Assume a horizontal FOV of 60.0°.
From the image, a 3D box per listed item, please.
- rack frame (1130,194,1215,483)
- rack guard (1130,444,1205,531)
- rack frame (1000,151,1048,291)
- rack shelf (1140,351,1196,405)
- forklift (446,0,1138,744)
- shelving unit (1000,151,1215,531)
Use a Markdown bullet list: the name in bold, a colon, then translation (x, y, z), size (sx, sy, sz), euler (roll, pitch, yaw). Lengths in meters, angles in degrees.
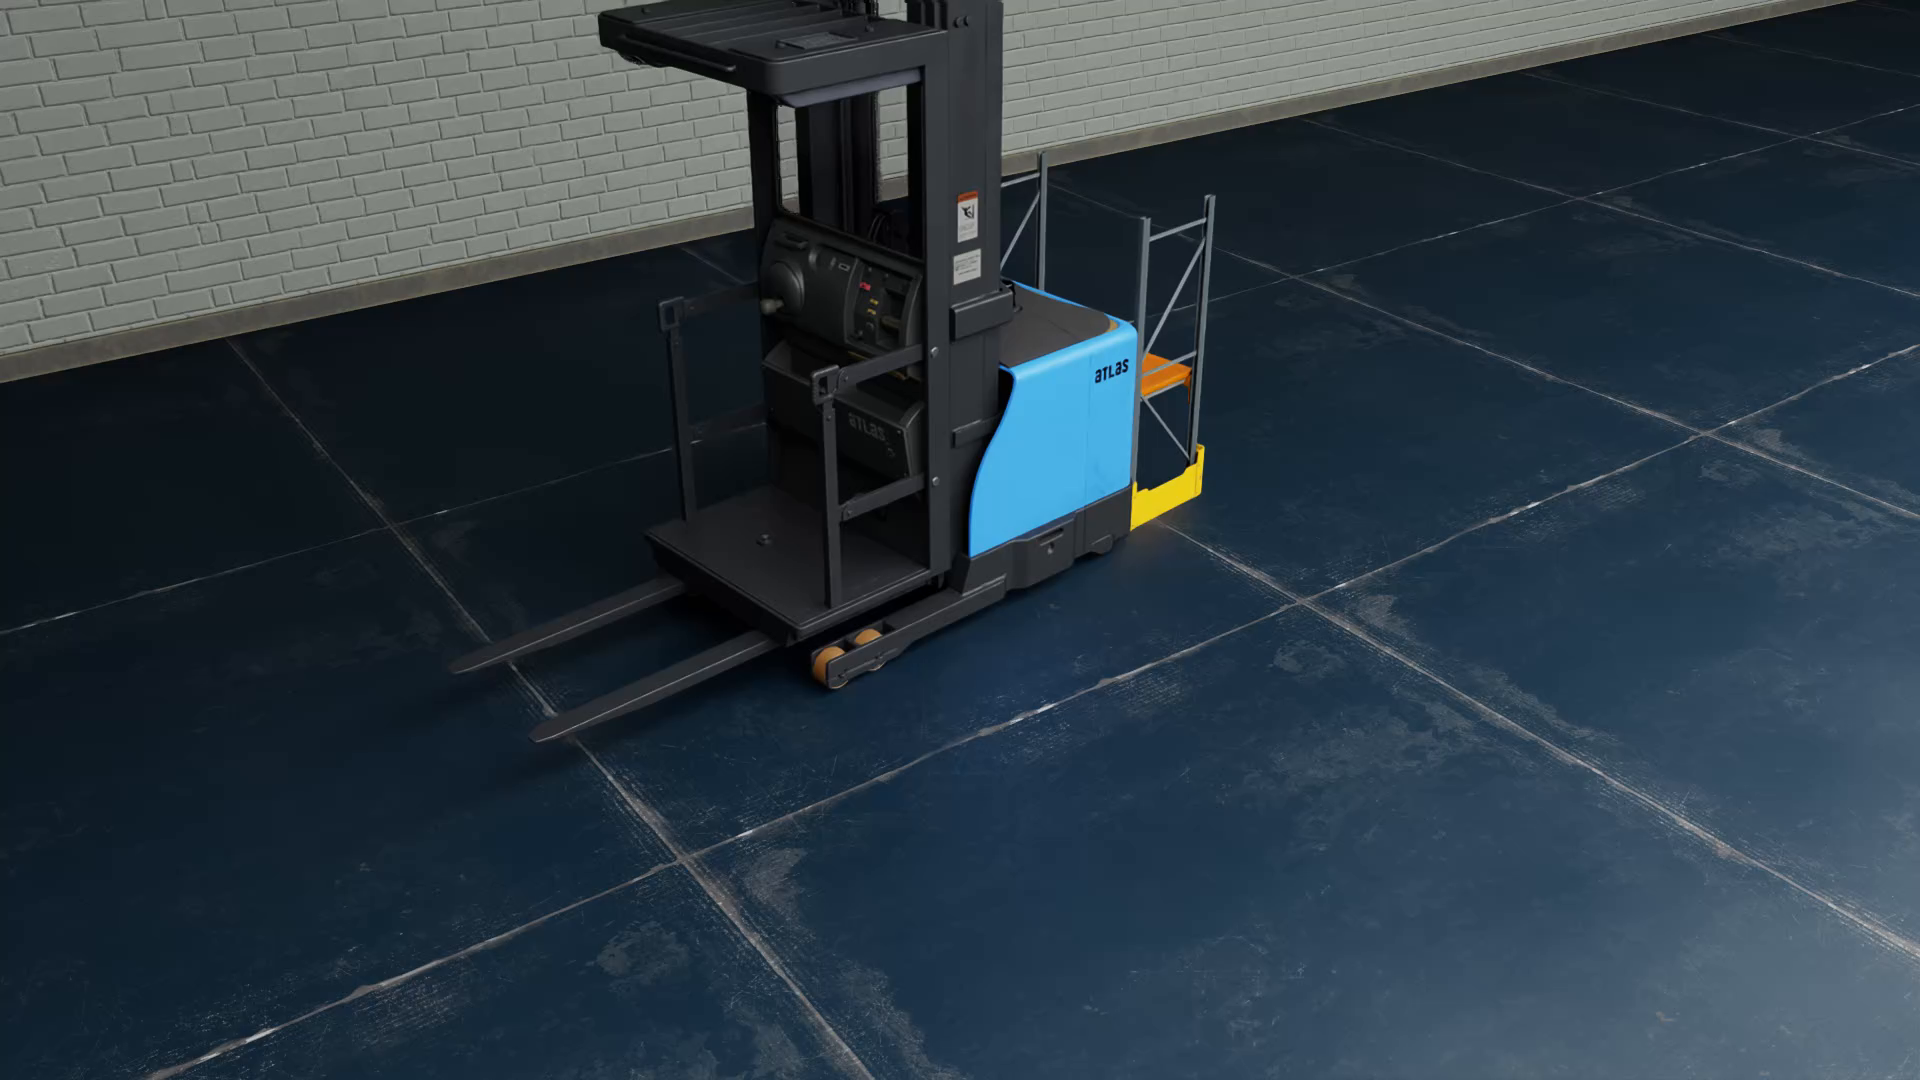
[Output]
- **rack frame**: translation (0.958, -0.804, 7.659), size (0.500, 1.500, 0.032), euler (-25, 37, -38)
- **rack guard**: translation (0.957, -0.255, 7.958), size (0.587, 0.250, 0.087), euler (-25, 37, -38)
- **rack frame**: translation (0.240, -1.148, 8.292), size (0.500, 1.500, 0.032), euler (-25, 37, -38)
- **rack shelf**: translation (0.599, -0.818, 8.062), size (0.538, 0.185, 1.000), euler (-25, 37, -38)
- **forklift**: translation (-0.635, -0.974, 6.472), size (3.031, 2.935, 1.130), euler (-24, 36, -37)
- **shelving unit**: translation (0.605, -0.973, 7.970), size (0.587, 1.500, 1.083), euler (-25, 37, -38)
